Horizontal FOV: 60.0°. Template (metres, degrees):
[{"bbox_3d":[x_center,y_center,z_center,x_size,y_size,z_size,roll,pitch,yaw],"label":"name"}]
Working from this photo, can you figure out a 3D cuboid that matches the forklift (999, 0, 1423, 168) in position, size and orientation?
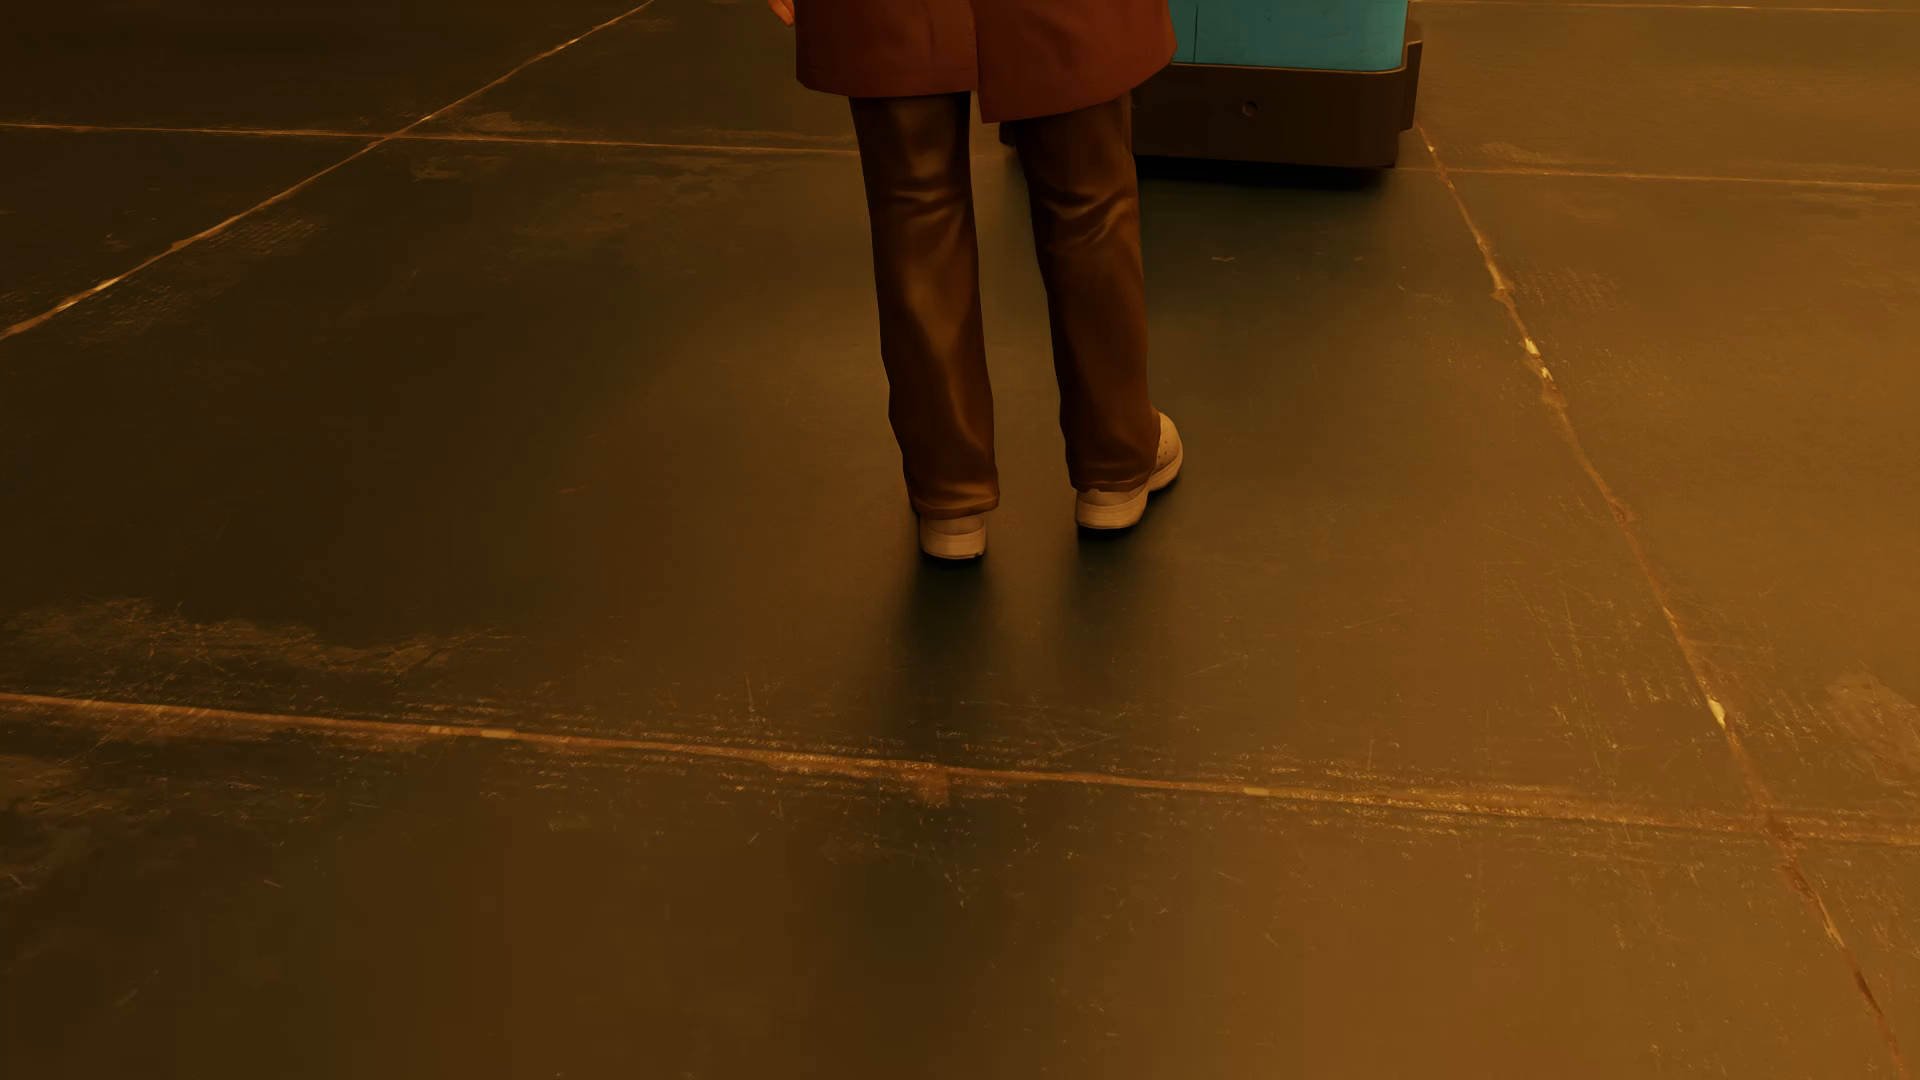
[{"bbox_3d":[0.963,-2.896,5.022,1.130,2.935,3.031,6,27,13],"label":"forklift"}]

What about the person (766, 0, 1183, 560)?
[{"bbox_3d":[0.016,-0.842,2.181,0.698,1.777,0.579,3,27,7],"label":"person"}]
